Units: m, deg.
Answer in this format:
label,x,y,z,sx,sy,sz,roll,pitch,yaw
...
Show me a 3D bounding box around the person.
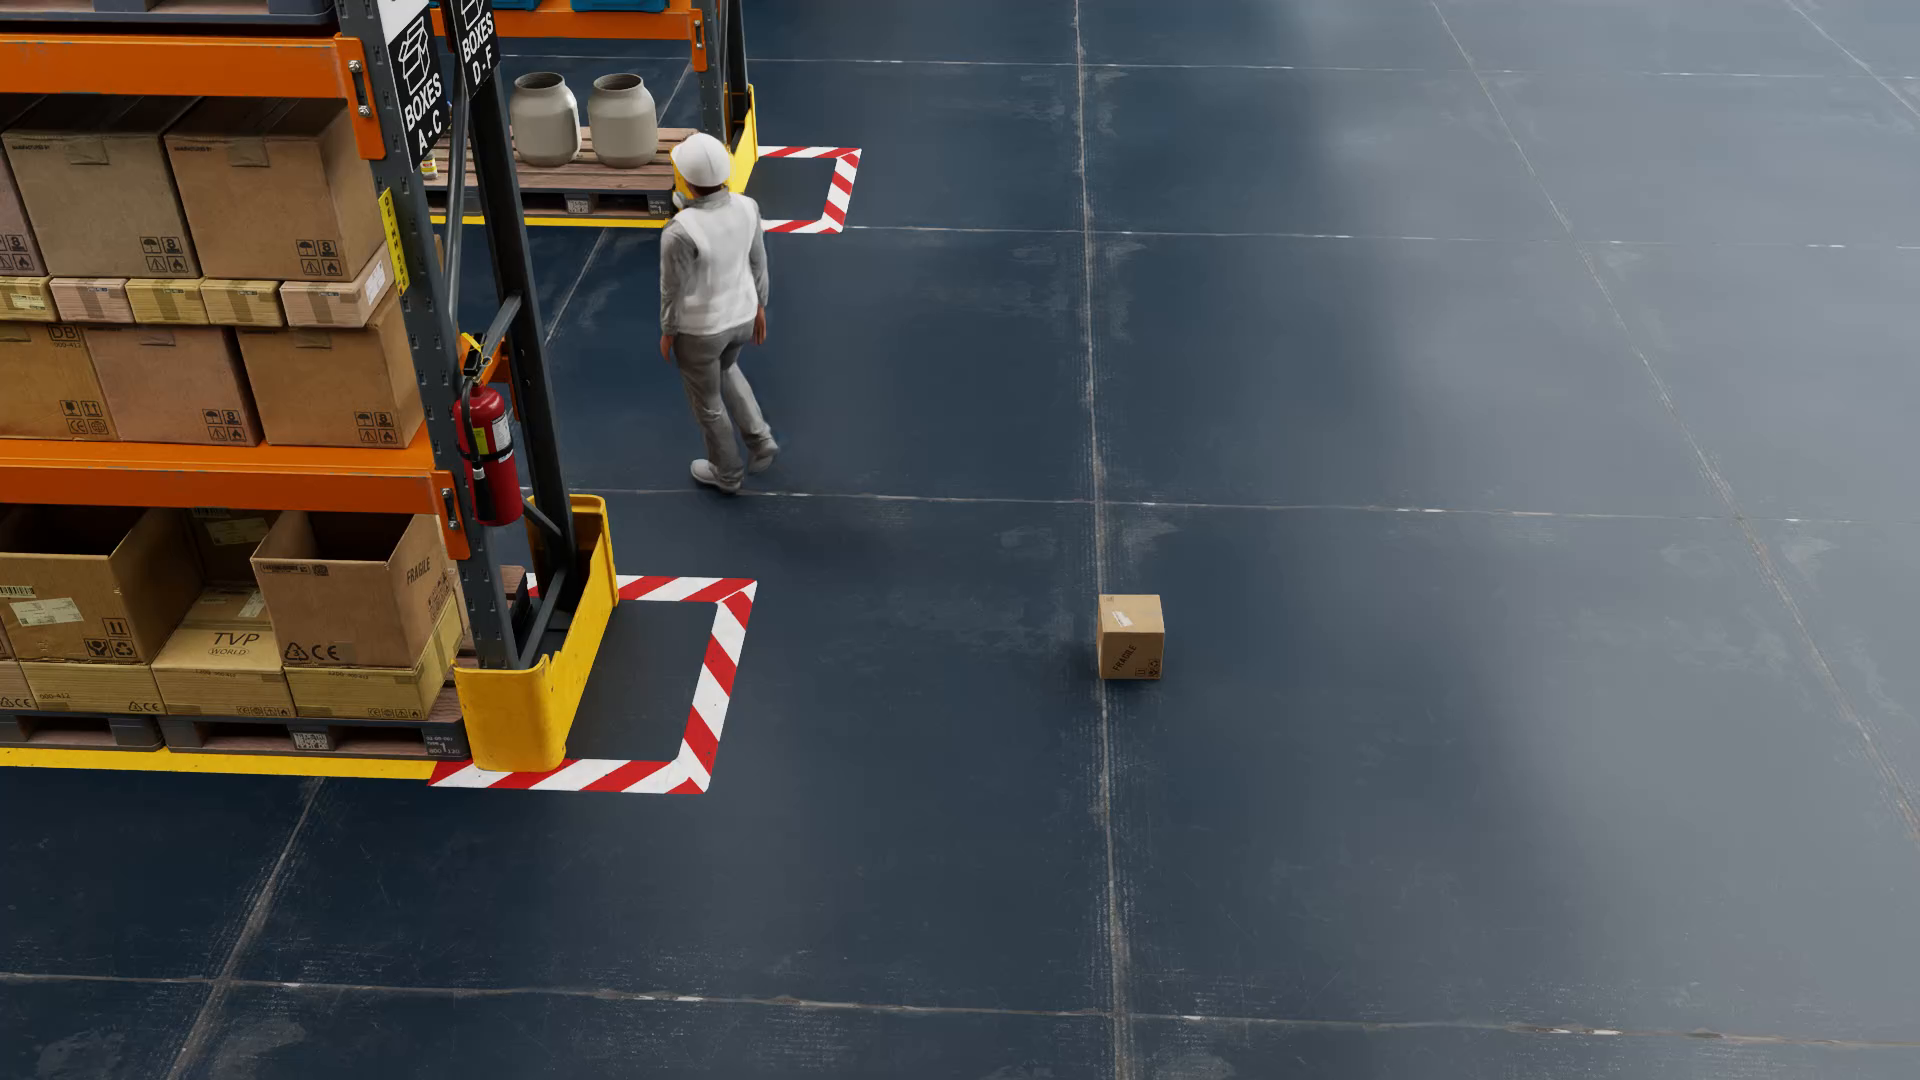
label,x,y,z,sx,sy,sz,roll,pitch,yaw
person,-1.125,-1.007,7.511,0.469,1.776,0.524,27,44,33
